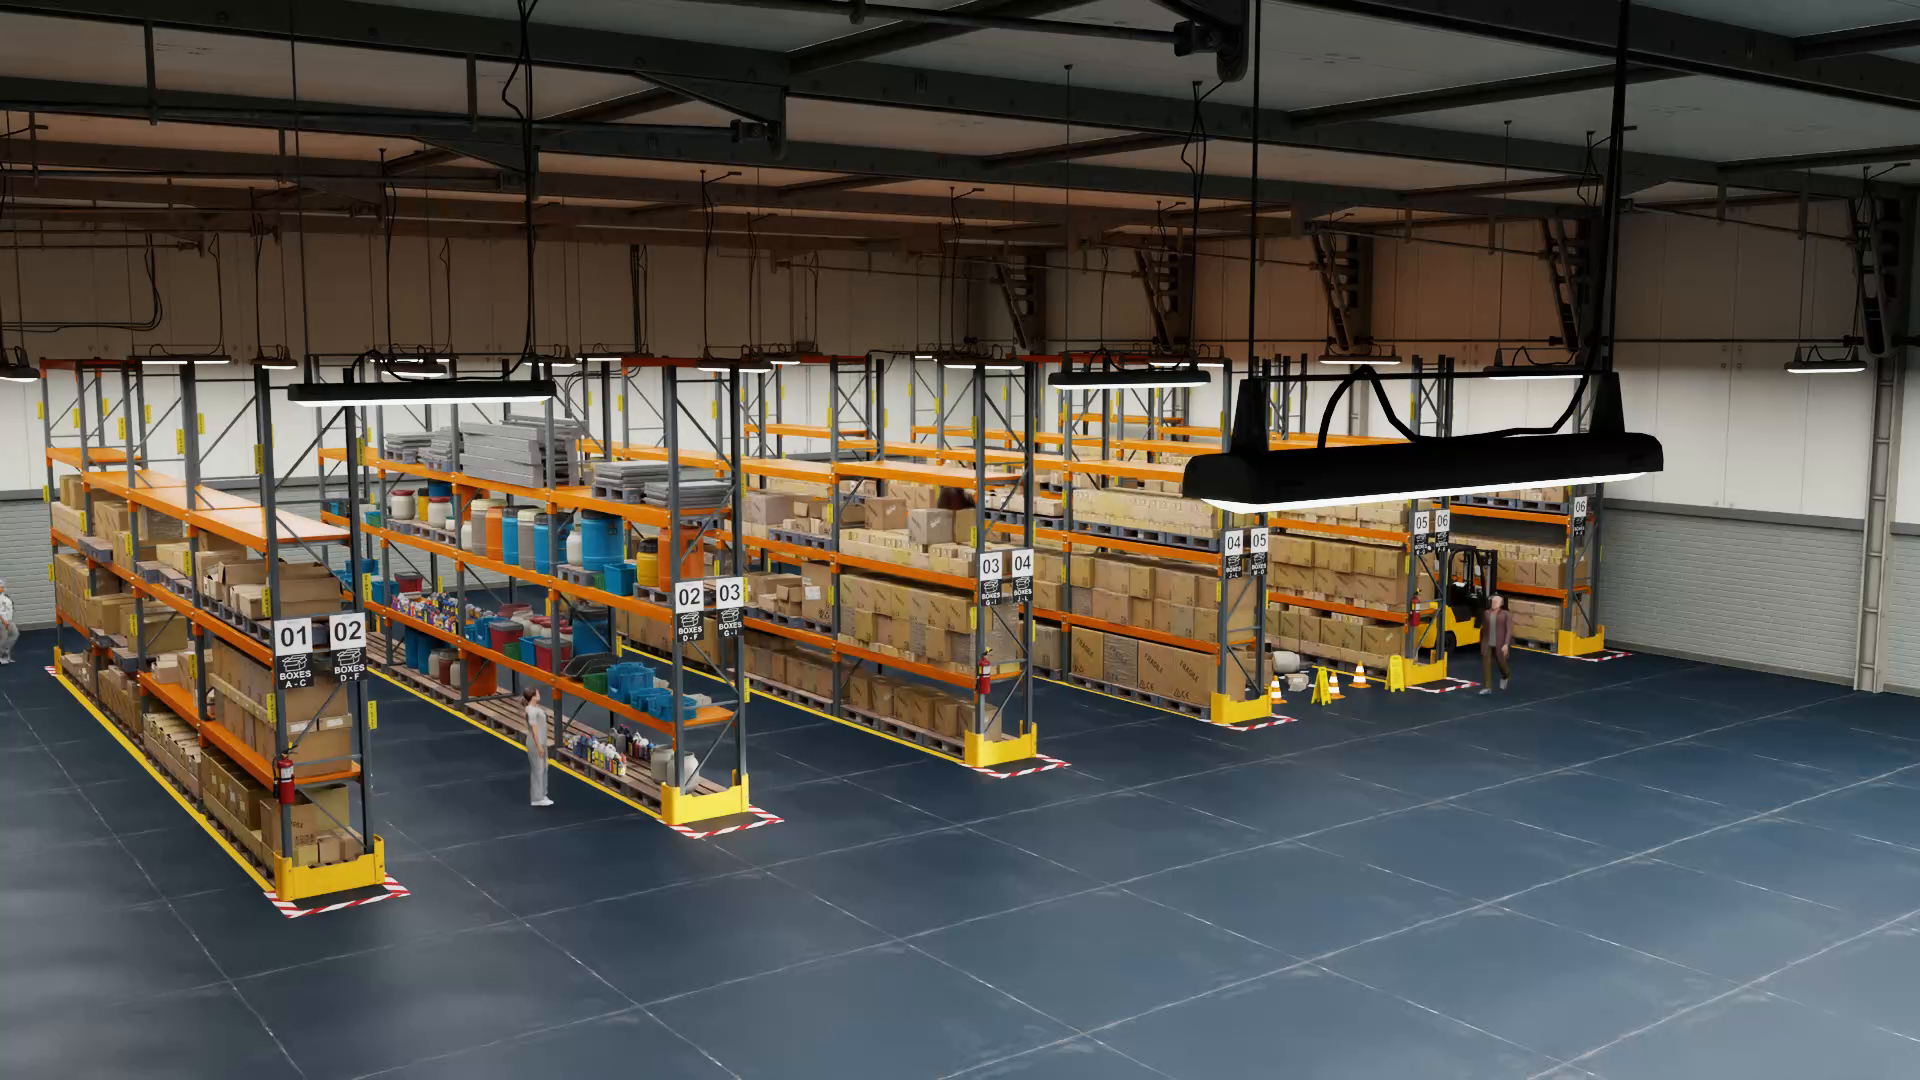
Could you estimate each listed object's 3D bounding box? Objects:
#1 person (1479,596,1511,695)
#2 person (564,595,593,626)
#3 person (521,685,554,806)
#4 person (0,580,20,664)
[{"bbox_3d":[9.624,1.869,29.866,0.563,1.762,0.904,4,8,32],"label":"person"},{"bbox_3d":[-7.151,1.740,31.414,0.621,1.680,1.066,-6,9,-40],"label":"person"},{"bbox_3d":[-5.754,2.809,22.709,0.408,1.696,0.529,0,7,3],"label":"person"},{"bbox_3d":[-18.700,1.616,32.517,0.502,1.685,0.549,-4,8,-28],"label":"person"}]
